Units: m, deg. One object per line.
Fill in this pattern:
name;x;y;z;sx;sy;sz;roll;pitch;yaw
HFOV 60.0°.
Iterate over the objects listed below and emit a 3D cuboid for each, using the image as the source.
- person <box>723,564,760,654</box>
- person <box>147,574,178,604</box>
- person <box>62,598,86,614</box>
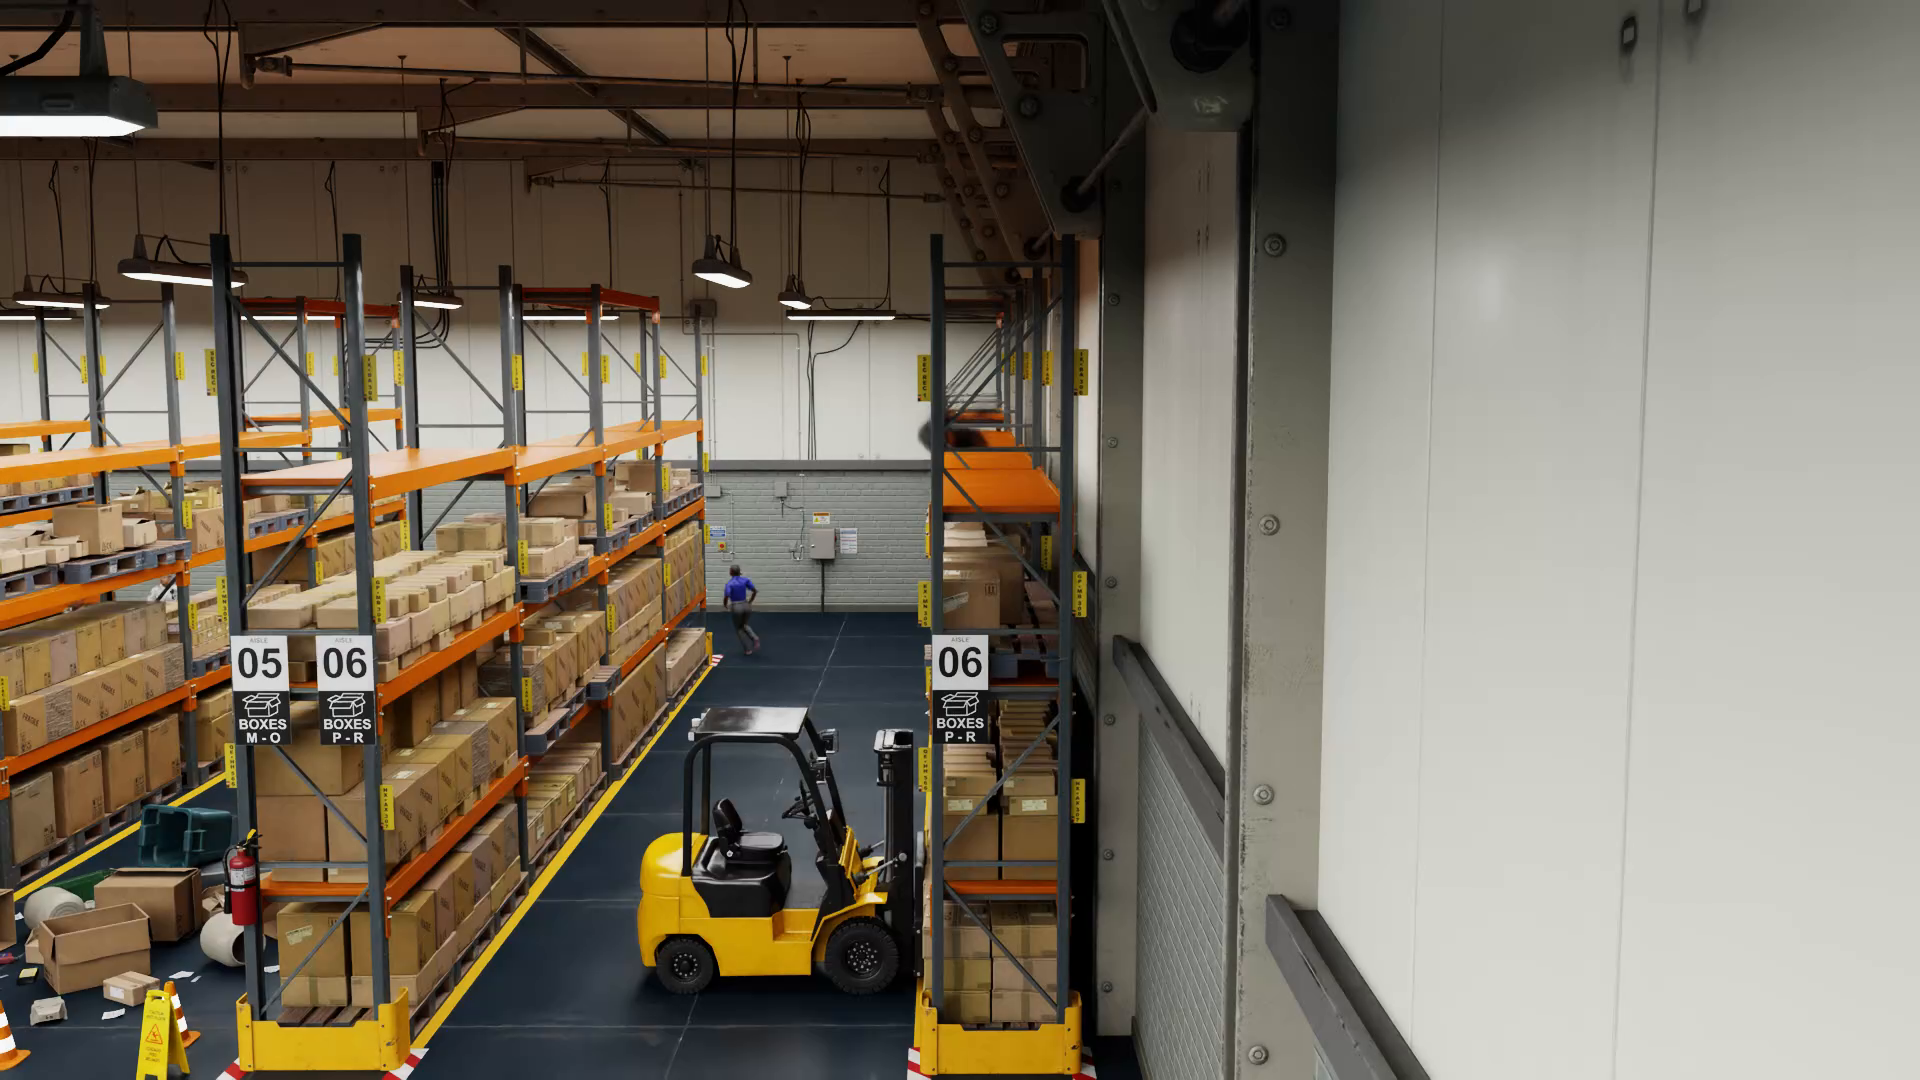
person;-3.833;1.205;28.777;0.621;1.585;0.506;-6;9;-42
person;-13.104;1.307;27.566;0.676;1.708;0.673;-2;7;-21
person;-12.891;1.592;24.361;0.661;1.783;0.956;-1;6;-6
